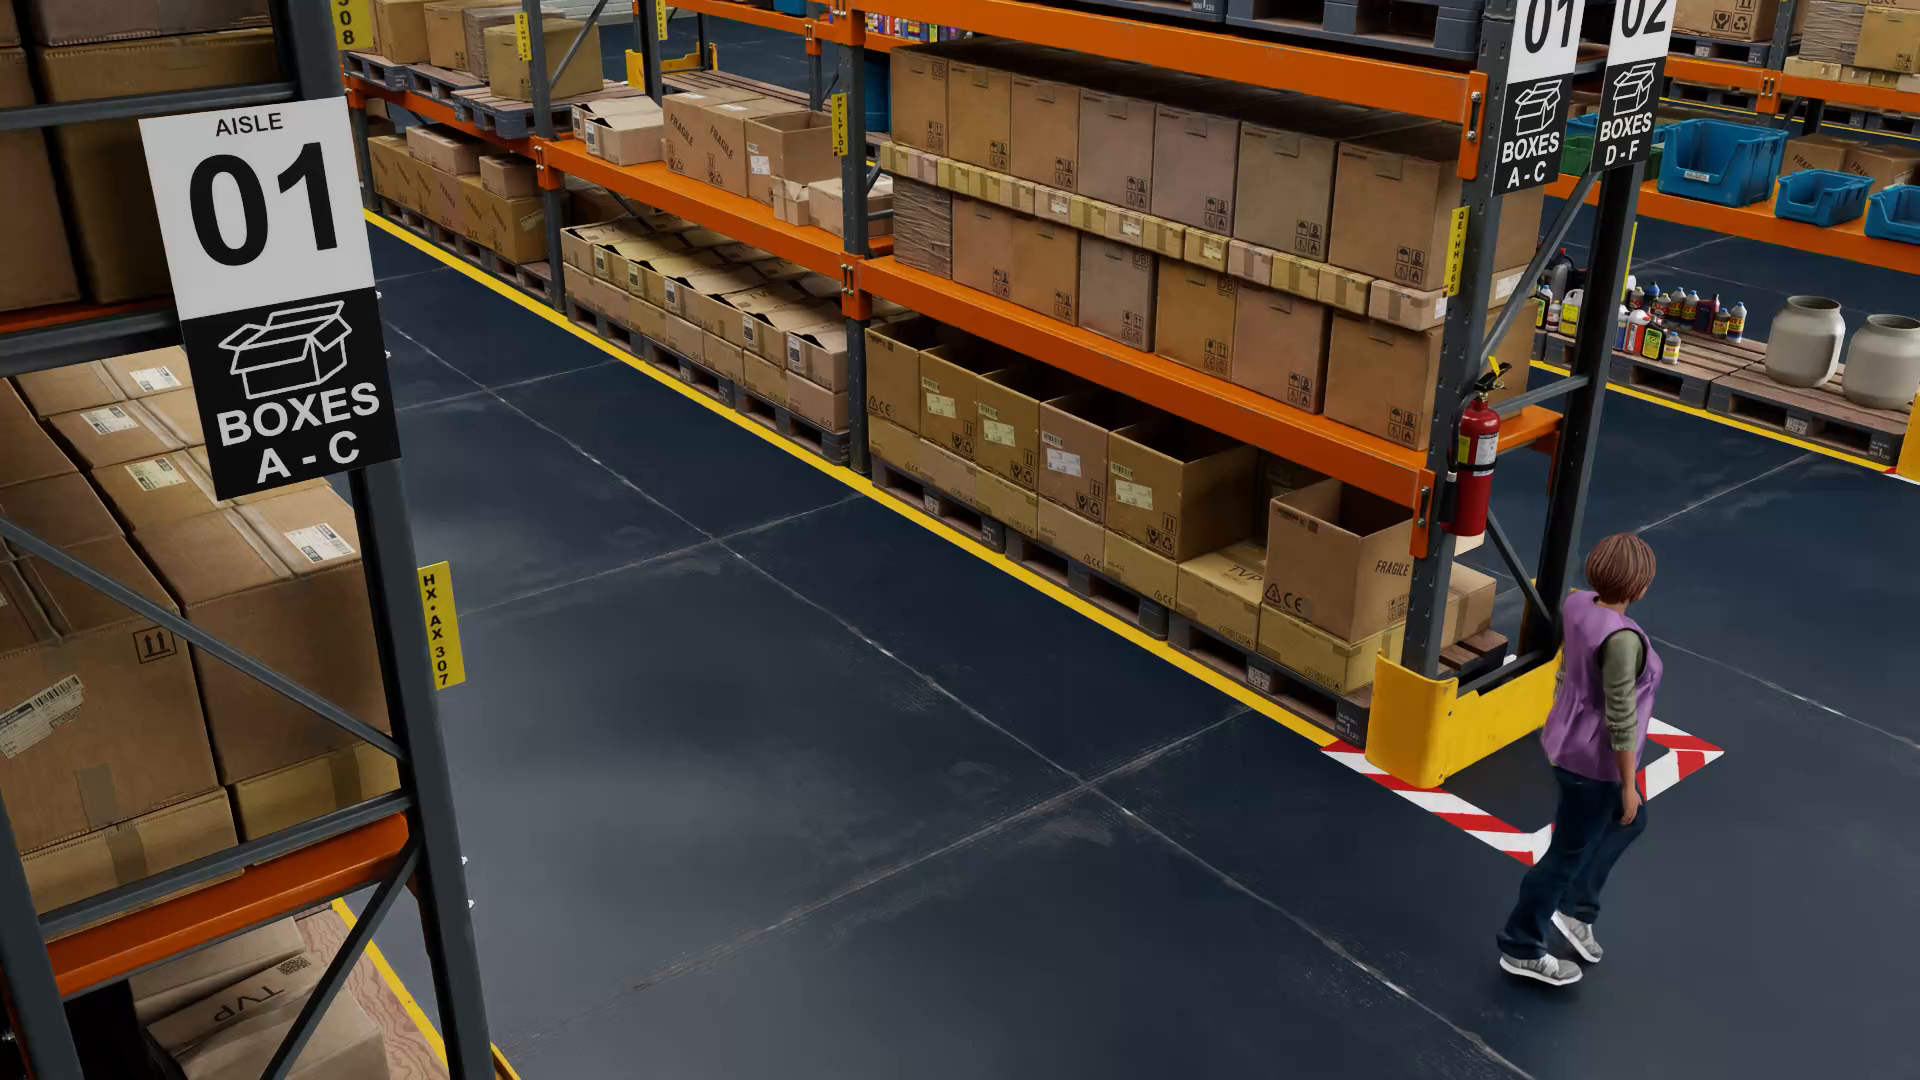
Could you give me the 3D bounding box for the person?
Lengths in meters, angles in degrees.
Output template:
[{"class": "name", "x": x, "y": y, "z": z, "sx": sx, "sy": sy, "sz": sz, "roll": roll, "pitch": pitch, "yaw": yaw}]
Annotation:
[{"class": "person", "x": 2.098, "y": 0.740, "z": 5.516, "sx": 0.500, "sy": 1.607, "sz": 0.493, "roll": 2, "pitch": 25, "yaw": 4}]
